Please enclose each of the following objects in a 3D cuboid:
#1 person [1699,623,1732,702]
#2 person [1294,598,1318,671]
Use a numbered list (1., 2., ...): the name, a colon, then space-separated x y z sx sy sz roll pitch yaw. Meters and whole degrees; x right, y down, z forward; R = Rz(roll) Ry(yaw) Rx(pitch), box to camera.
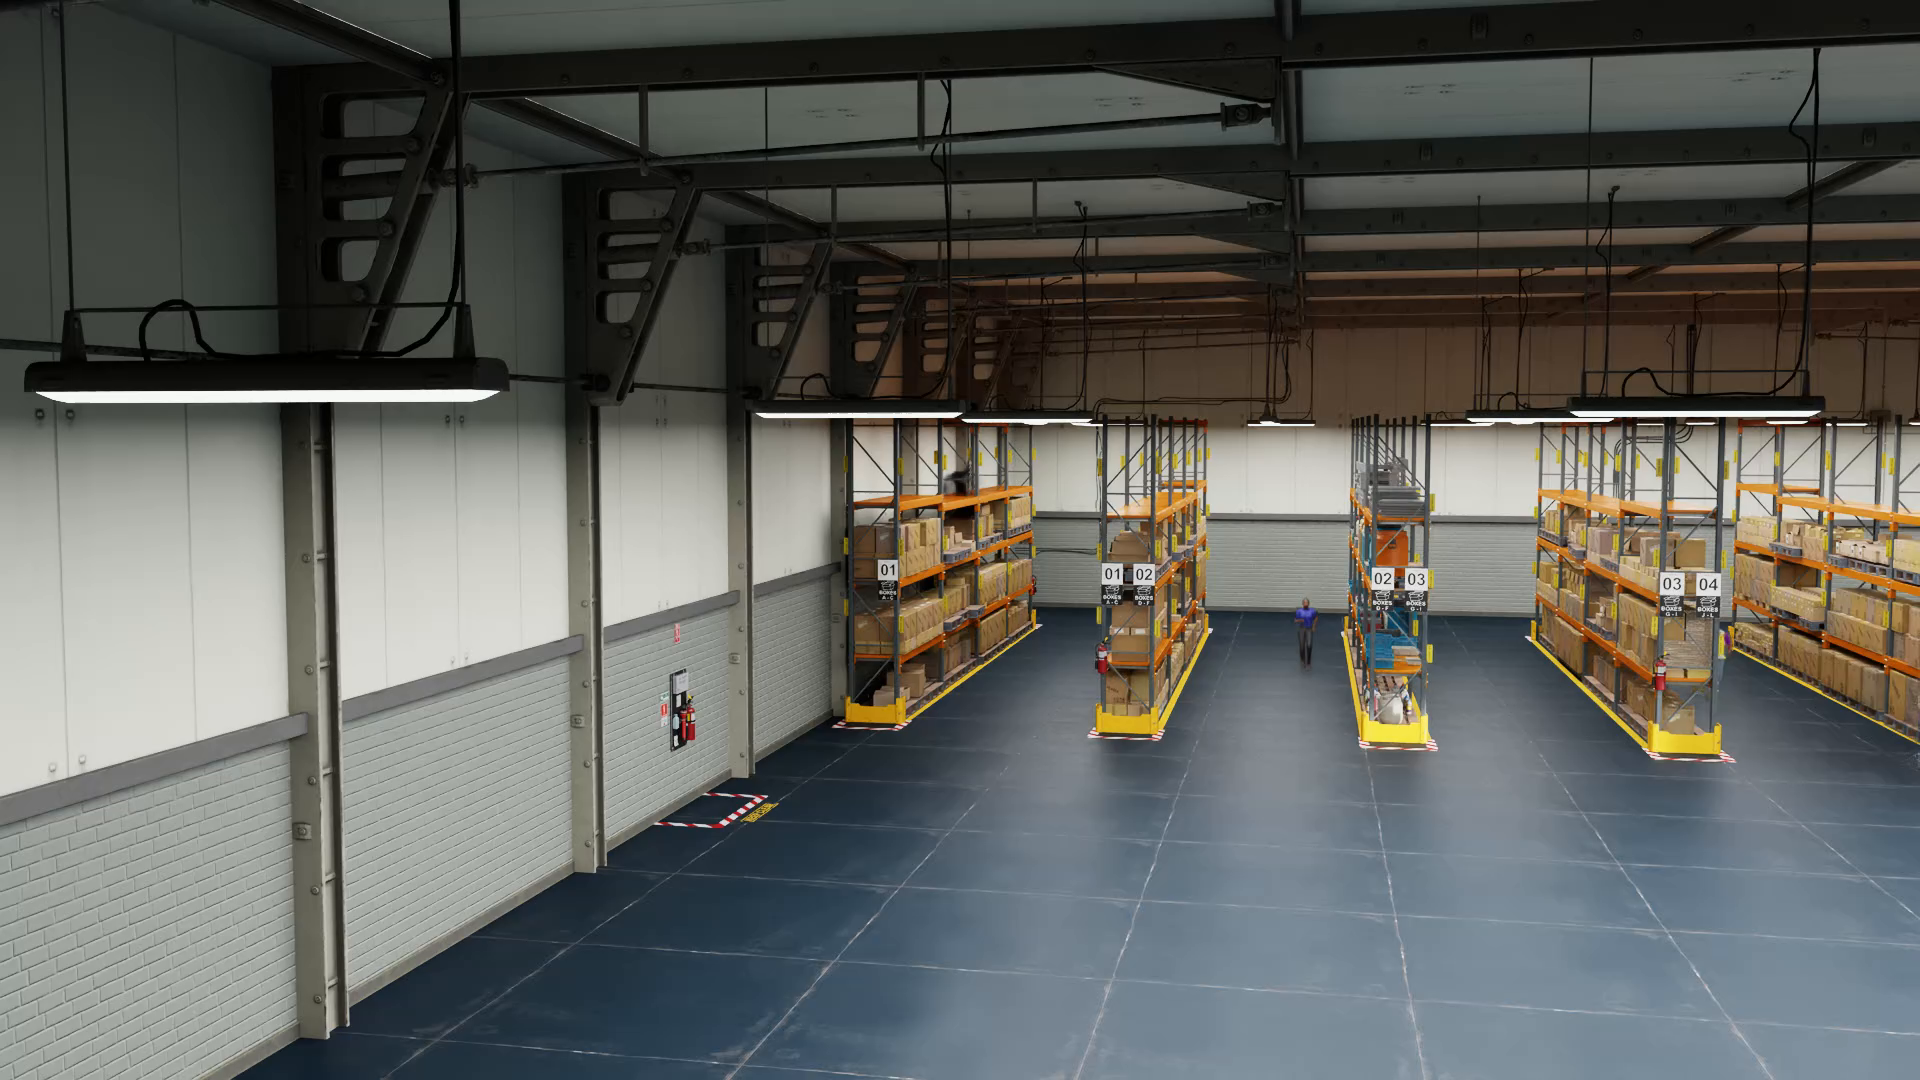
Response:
1. person: 15.986 2.521 35.227 0.700 1.743 0.684 1 4 9
2. person: 8.269 2.242 39.797 0.560 1.713 0.742 1 4 12
